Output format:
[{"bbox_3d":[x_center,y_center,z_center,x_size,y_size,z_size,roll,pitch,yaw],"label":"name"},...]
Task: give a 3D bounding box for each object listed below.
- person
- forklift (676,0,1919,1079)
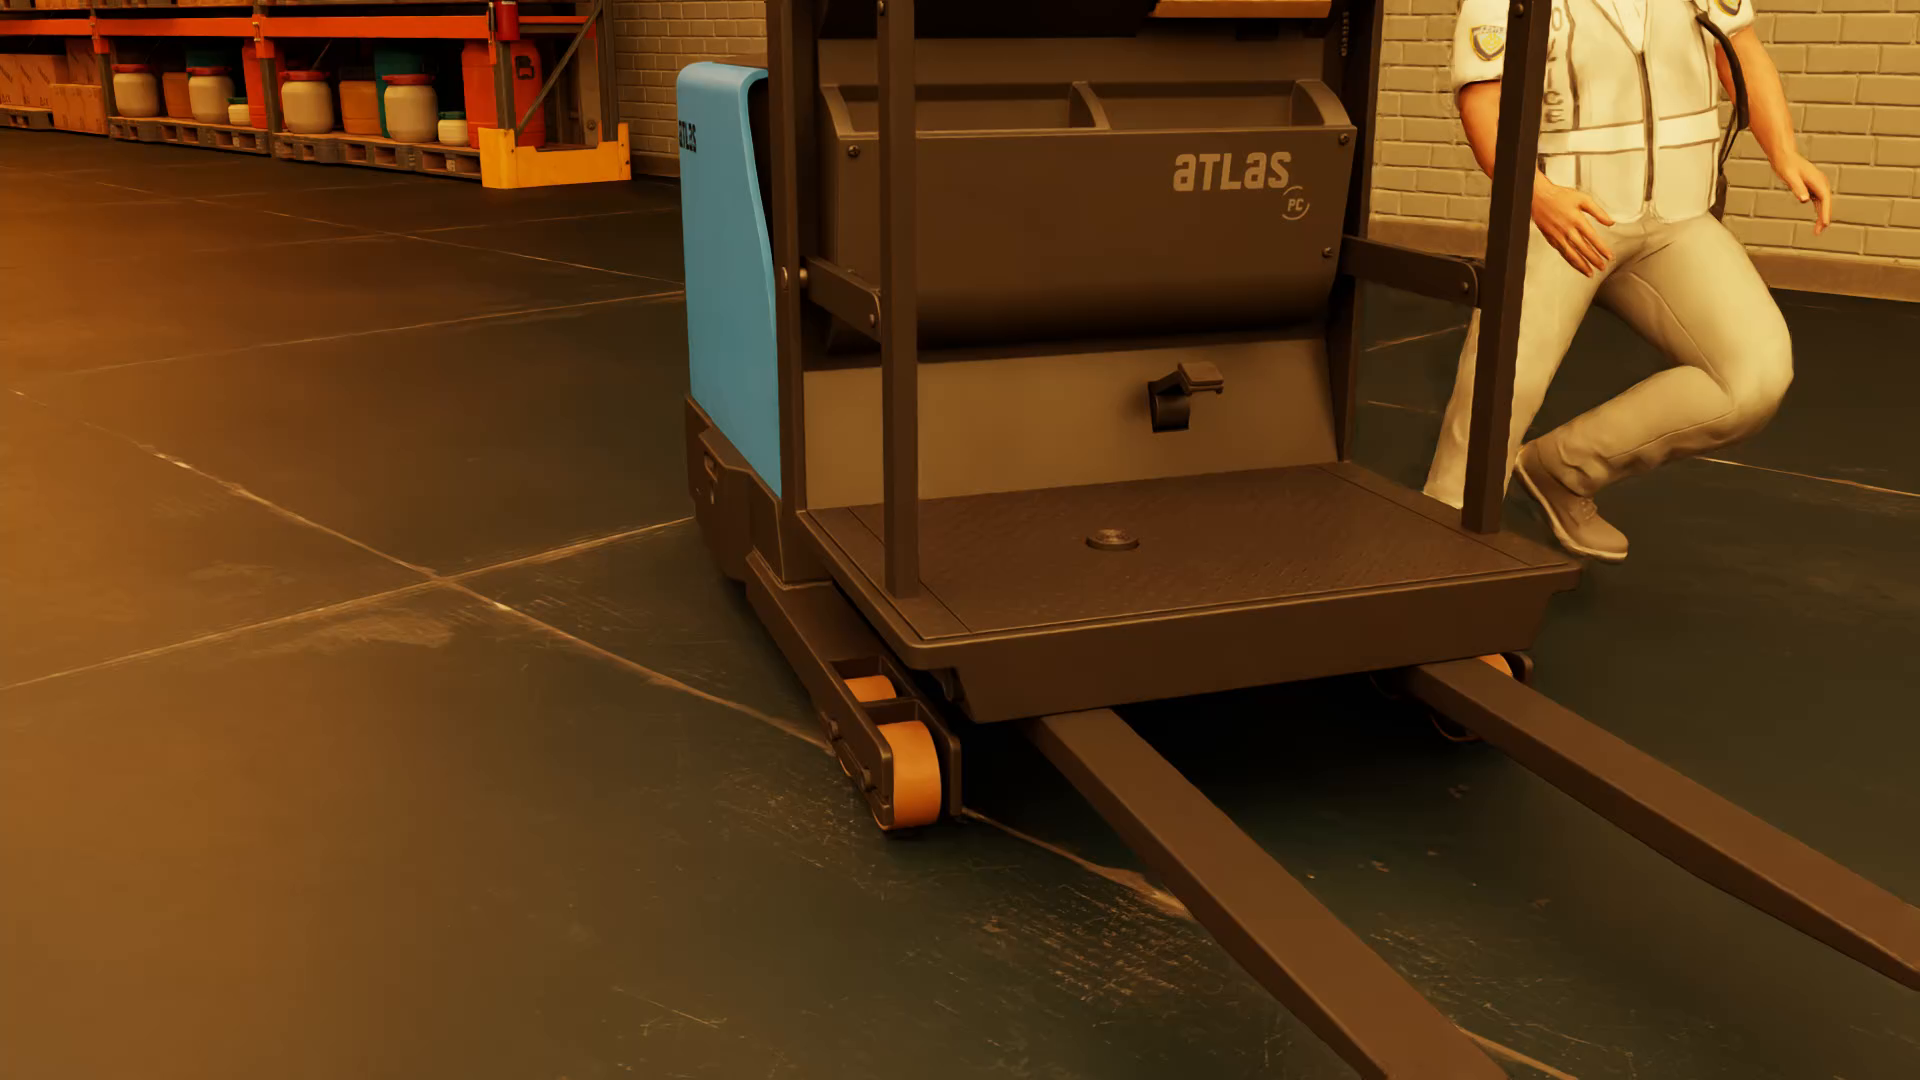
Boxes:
[{"bbox_3d":[-18.639,-5.124,5.241,39.662,9.000,11.368,-2,17,-6],"label":"person"},{"bbox_3d":[0.297,-1.099,2.486,1.130,2.935,3.031,-6,18,-18],"label":"forklift"}]
